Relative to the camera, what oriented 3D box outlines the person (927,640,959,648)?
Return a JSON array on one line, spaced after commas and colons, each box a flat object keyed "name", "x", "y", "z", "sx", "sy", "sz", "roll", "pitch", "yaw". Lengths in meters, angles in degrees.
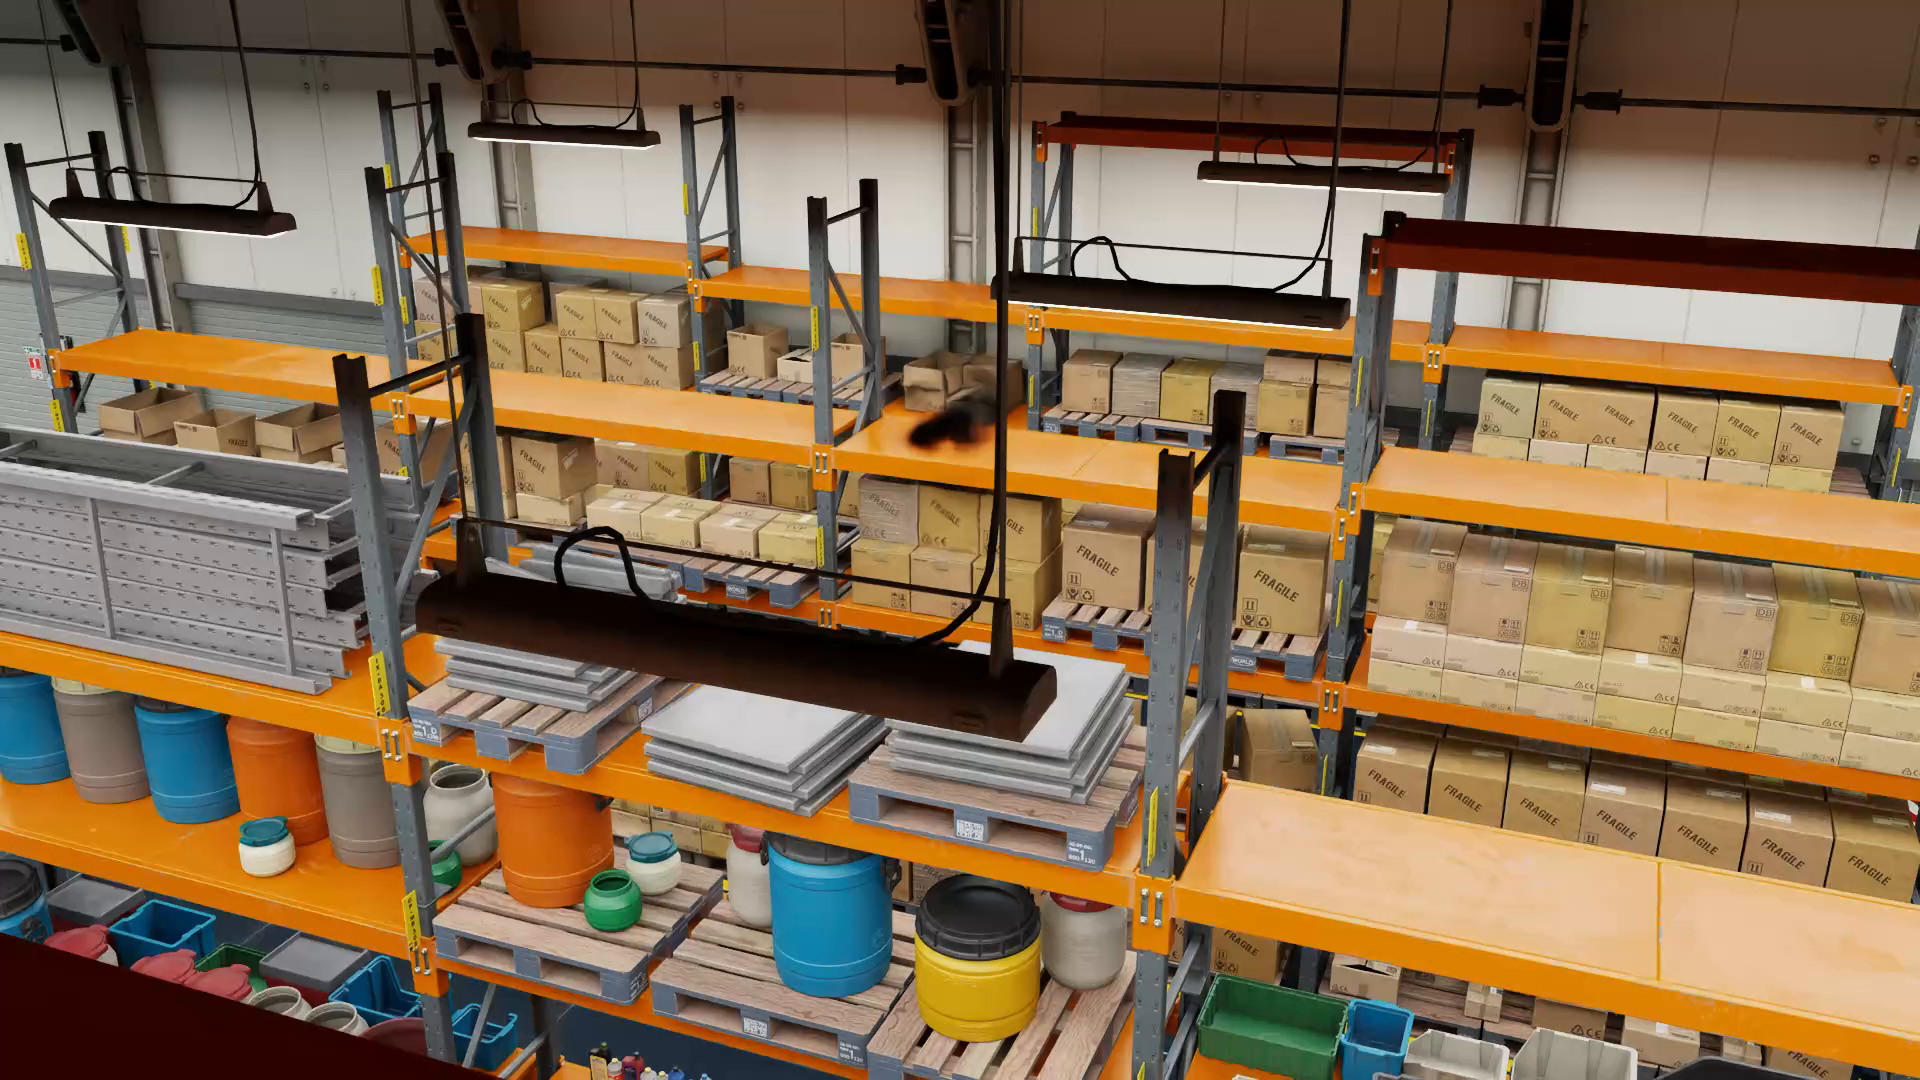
[{"name": "person", "x": -0.013, "y": 1.352, "z": 16.359, "sx": 0.950, "sy": 1.724, "sz": 0.657, "roll": 3, "pitch": 21, "yaw": 7}]
